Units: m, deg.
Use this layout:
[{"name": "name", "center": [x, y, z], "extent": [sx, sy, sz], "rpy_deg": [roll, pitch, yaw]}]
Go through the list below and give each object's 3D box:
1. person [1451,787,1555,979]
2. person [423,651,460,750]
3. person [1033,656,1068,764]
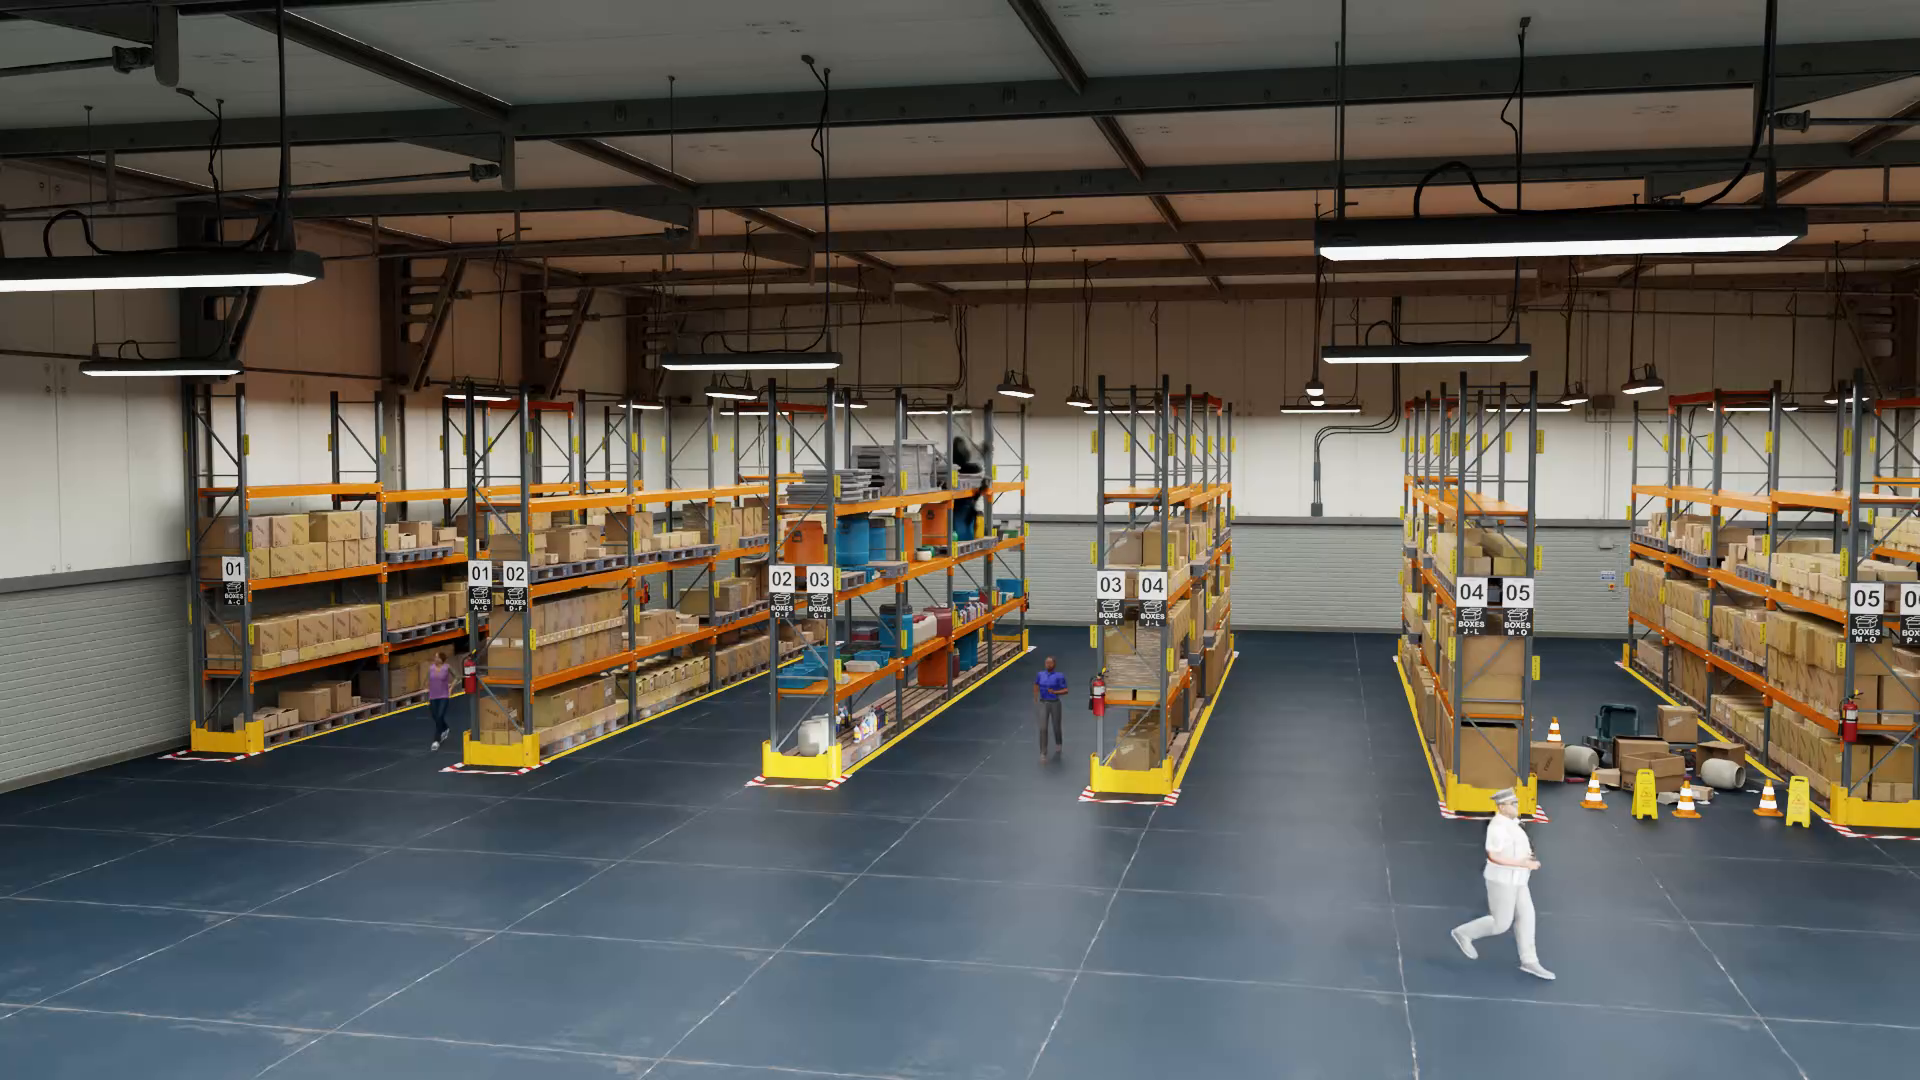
[{"name": "person", "center": [5.169, 3.212, 15.718], "extent": [0.914, 1.780, 0.664], "rpy_deg": [2, 4, 36]}, {"name": "person", "center": [-8.576, 2.611, 27.407], "extent": [0.540, 1.581, 0.872], "rpy_deg": [0, 3, 4]}, {"name": "person", "center": [1.424, 2.650, 26.306], "extent": [0.576, 1.646, 0.939], "rpy_deg": [1, 3, 12]}]
